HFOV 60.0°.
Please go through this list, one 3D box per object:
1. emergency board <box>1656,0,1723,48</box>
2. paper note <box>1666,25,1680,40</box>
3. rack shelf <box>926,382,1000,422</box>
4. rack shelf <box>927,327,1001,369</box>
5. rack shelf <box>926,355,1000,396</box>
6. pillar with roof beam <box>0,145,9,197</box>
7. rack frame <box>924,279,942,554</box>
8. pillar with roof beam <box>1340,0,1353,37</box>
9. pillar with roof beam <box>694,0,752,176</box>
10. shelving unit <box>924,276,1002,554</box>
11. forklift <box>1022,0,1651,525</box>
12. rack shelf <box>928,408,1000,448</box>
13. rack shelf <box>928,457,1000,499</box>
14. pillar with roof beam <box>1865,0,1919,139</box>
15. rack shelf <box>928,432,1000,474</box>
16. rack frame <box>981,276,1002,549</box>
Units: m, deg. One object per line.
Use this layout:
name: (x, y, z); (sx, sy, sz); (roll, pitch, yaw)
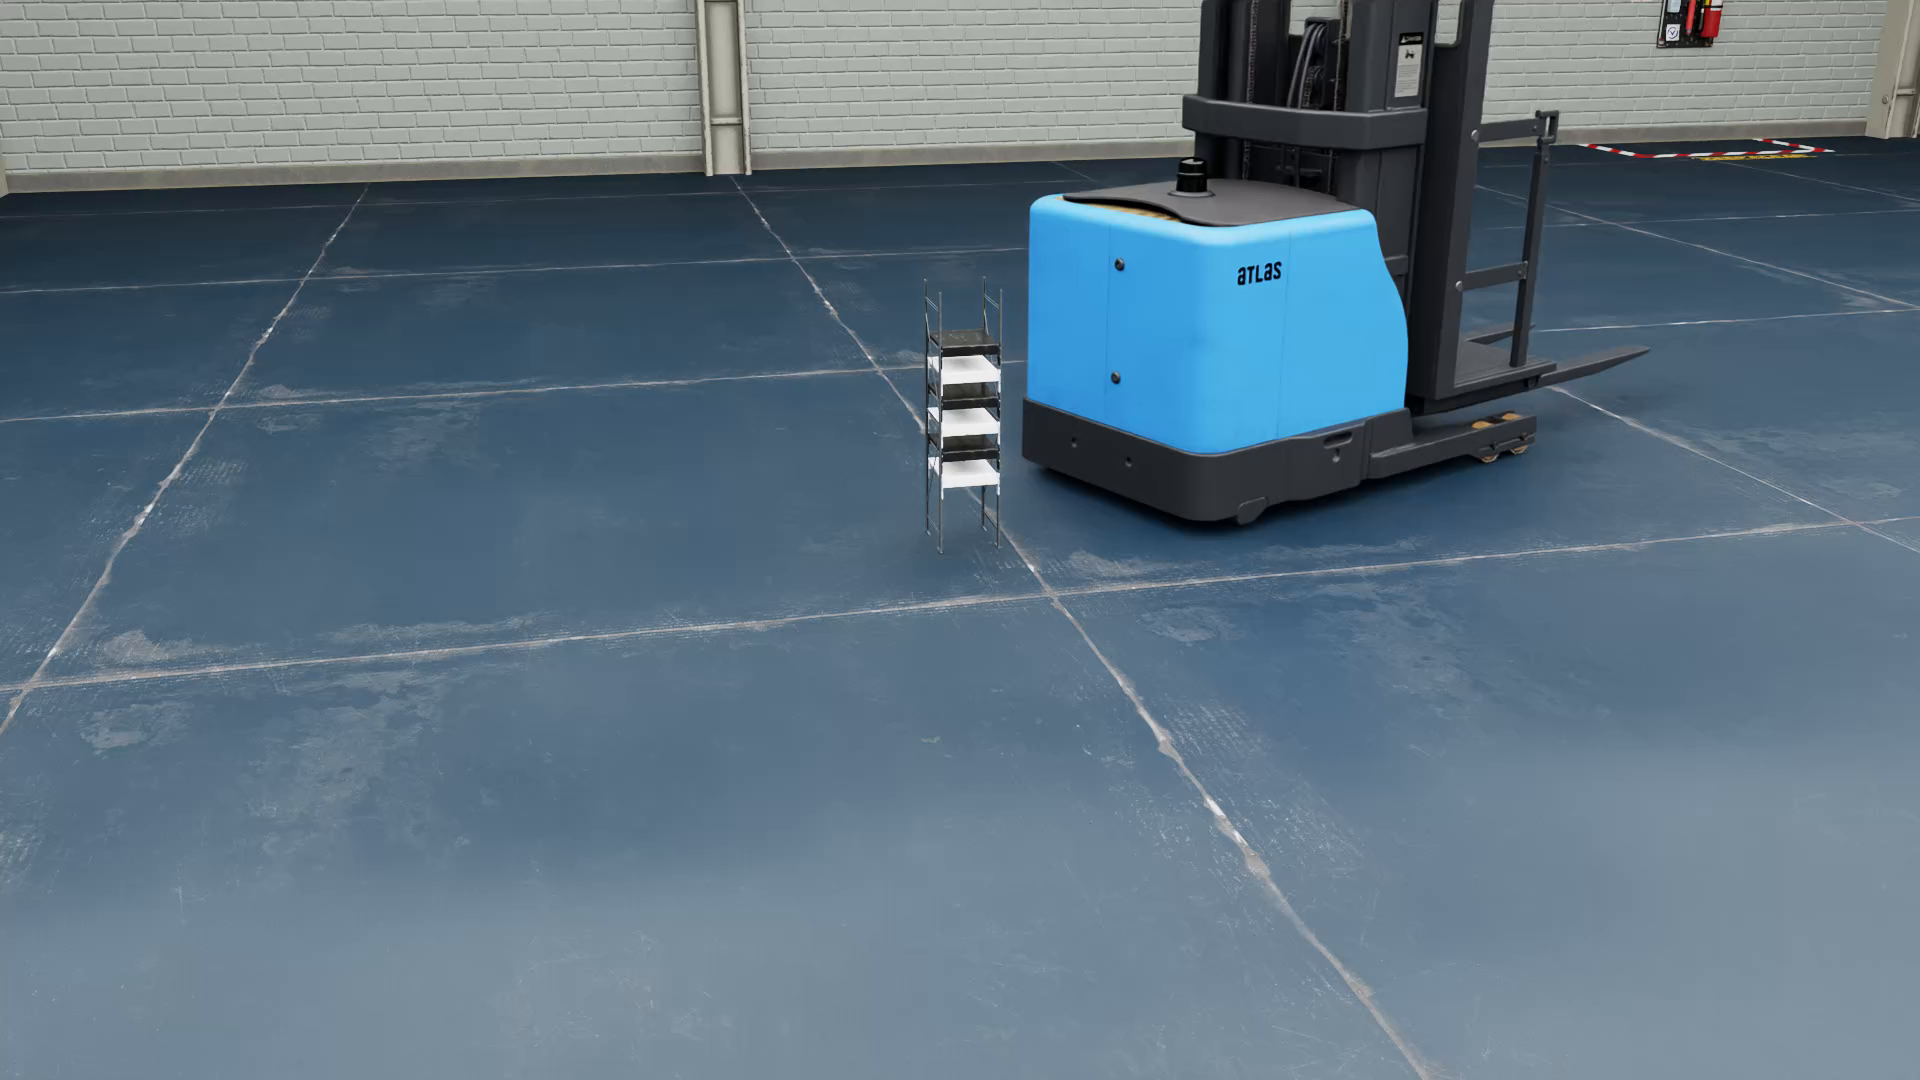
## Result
emergency board: (7.218, -5.407, 16.215); (0.643, 1.169, 0.194); (-5, 21, -12)
paper note: (7.029, -5.003, 16.391); (0.142, 0.148, 0.016); (-5, 21, -12)
rack shelf: (0.008, -0.476, 5.642); (0.200, 0.077, 0.258); (-5, 21, -12)
rack shelf: (0.008, -0.645, 5.580); (0.200, 0.077, 0.258); (-5, 21, -12)
rack shelf: (0.008, -0.561, 5.611); (0.200, 0.077, 0.258); (-5, 21, -12)
pillar with roof beam: (-6.895, -5.541, 7.859); (0.400, 9.000, 9.100); (-5, 21, -12)
rack frame: (-0.091, -0.415, 5.640); (0.006, 0.900, 0.240); (-5, 21, -12)
pillar with roof beam: (4.783, -6.491, 10.452); (0.400, 9.000, 9.100); (-5, 21, -12)
pillar with roof beam: (-1.056, -6.016, 9.156); (0.400, 9.000, 9.100); (-5, 21, -12)
shelving unit: (0.008, -0.423, 5.662); (0.210, 0.900, 0.258); (-5, 21, -12)
forklift: (1.727, -1.815, 6.509); (3.031, 2.935, 1.130); (-15, 25, -34)
rack shelf: (0.008, -0.392, 5.673); (0.200, 0.077, 0.258); (-5, 21, -12)
rack shelf: (0.008, -0.223, 5.735); (0.200, 0.077, 0.258); (-5, 21, -12)
pillar with roof beam: (10.622, -6.966, 11.748); (0.400, 9.000, 9.100); (-5, 21, -12)
rack shelf: (0.008, -0.307, 5.704); (0.200, 0.077, 0.258); (-5, 21, -12)
rack frame: (0.107, -0.431, 5.684); (0.006, 0.900, 0.240); (-5, 21, -12)
